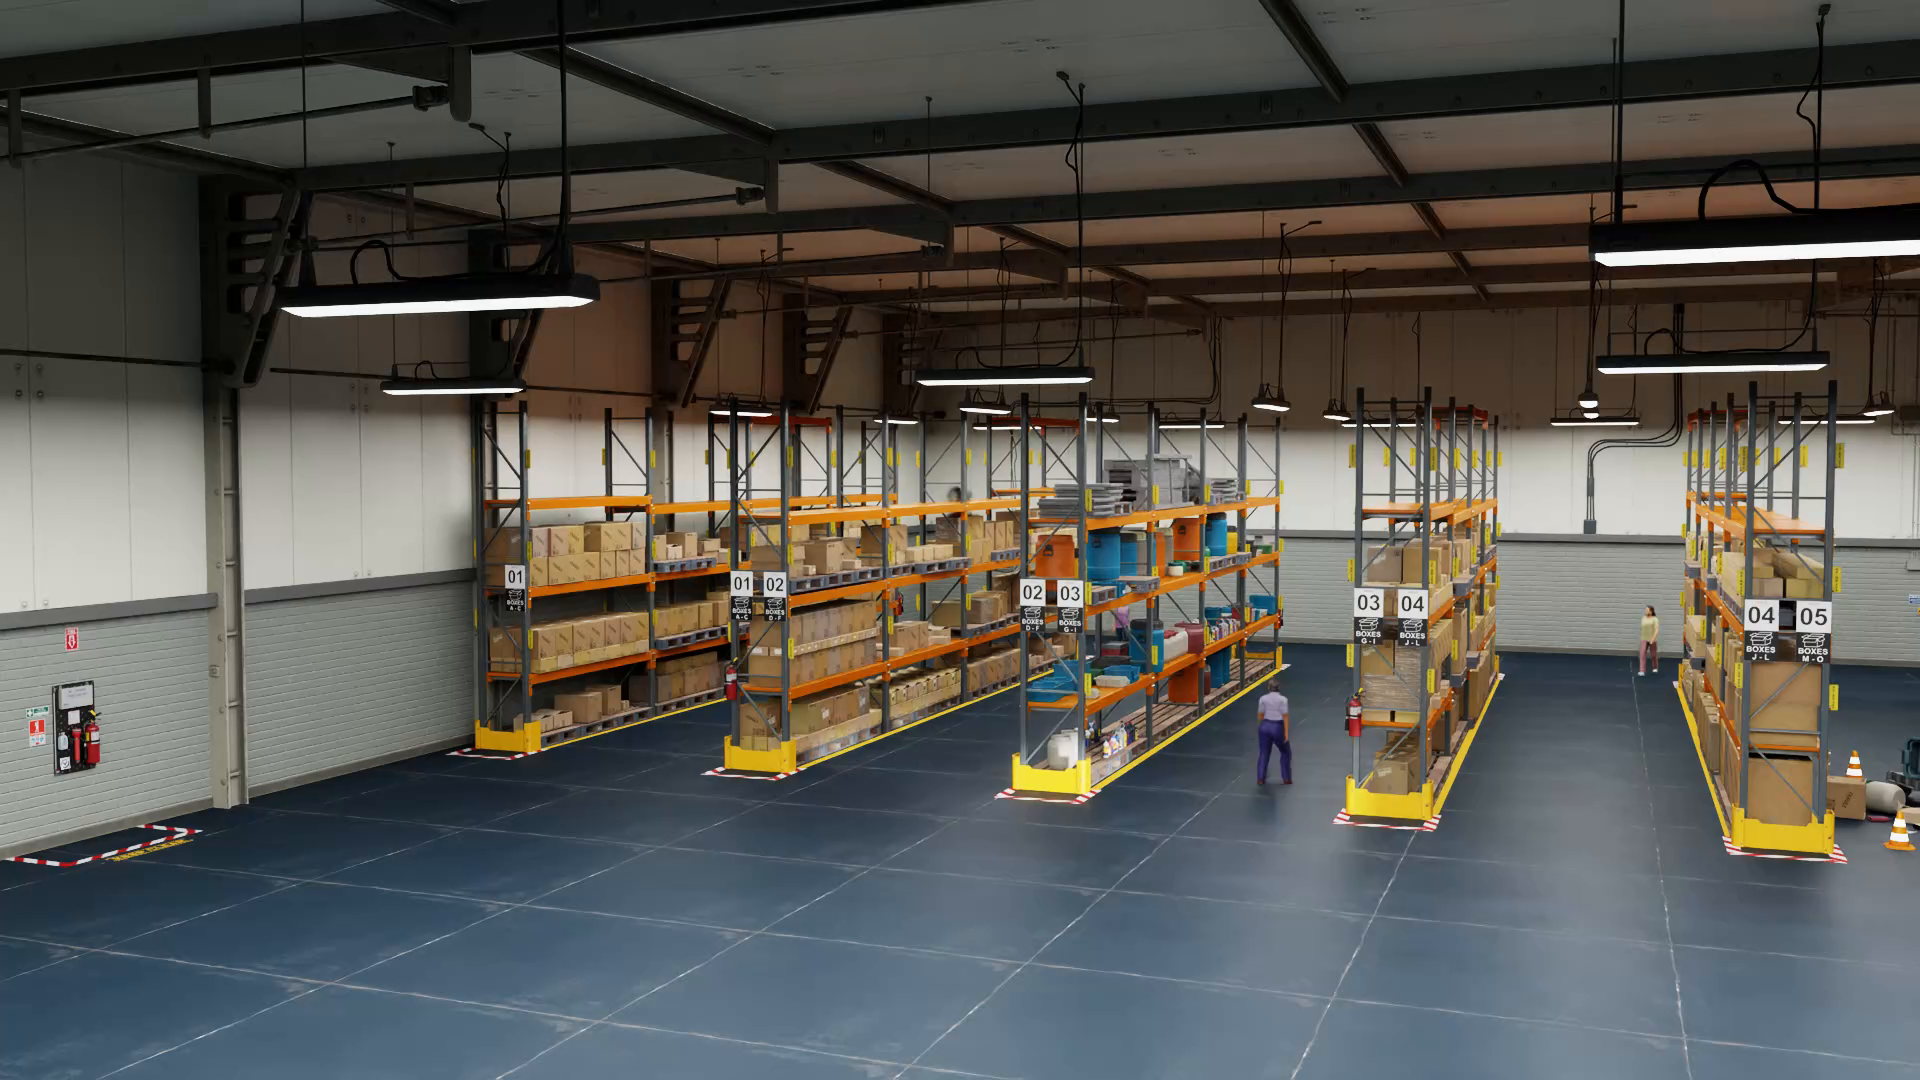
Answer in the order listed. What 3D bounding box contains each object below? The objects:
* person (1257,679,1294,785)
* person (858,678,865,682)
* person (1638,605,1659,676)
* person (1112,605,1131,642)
[{"bbox_3d":[4.843,2.961,25.501,0.529,1.686,0.713,3,4,43],"label":"person"},{"bbox_3d":[-2.264,2.394,35.913,0.621,1.746,0.471,-2,3,-35],"label":"person"},{"bbox_3d":[15.908,2.318,38.374,0.434,1.623,1.014,2,3,33],"label":"person"},{"bbox_3d":[4.045,2.186,41.789,0.461,1.556,0.642,-1,3,-20],"label":"person"}]
